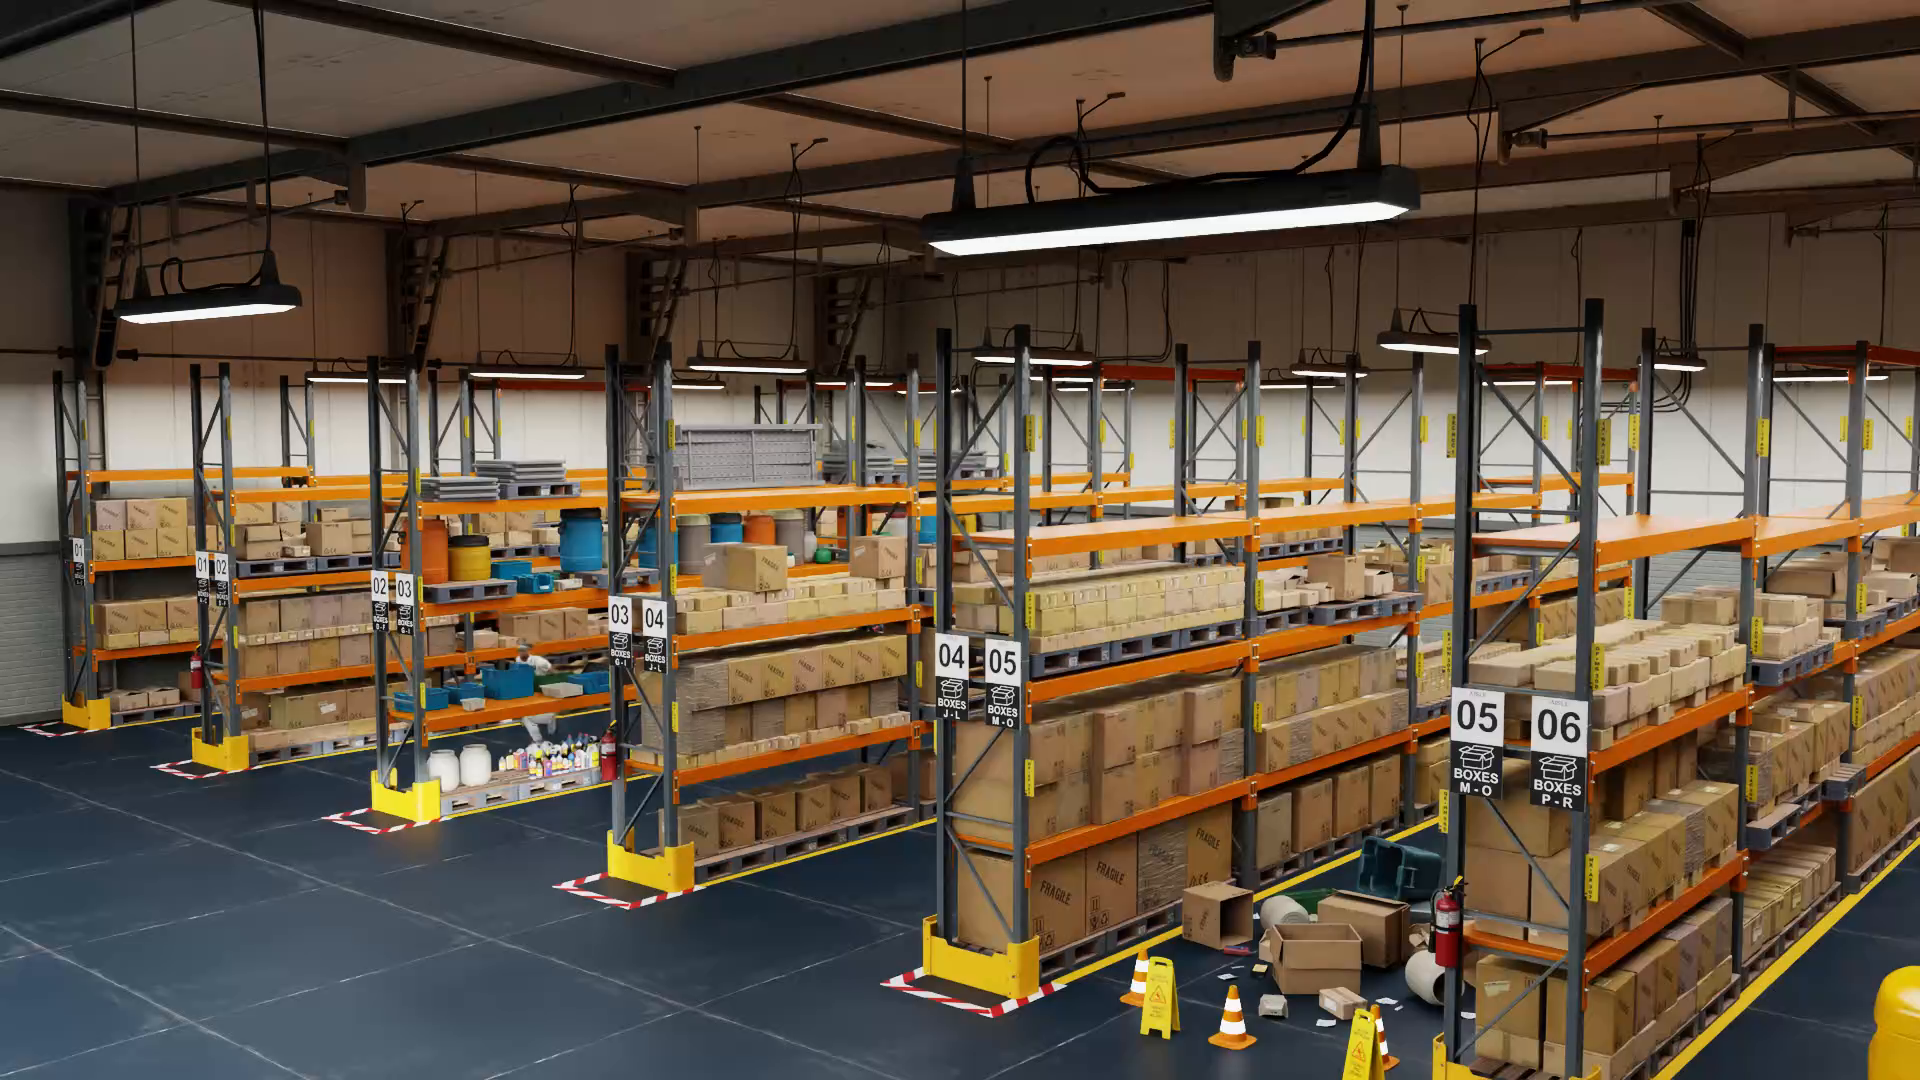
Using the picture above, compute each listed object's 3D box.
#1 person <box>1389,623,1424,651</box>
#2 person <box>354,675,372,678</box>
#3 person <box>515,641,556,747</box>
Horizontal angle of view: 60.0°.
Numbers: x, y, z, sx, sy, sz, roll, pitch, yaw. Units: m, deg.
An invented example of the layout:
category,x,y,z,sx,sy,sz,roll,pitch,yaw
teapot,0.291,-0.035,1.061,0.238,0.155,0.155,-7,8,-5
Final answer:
category,x,y,z,sx,sy,sz,roll,pitch,yaw
person,7.913,2.214,29.555,0.640,1.650,0.520,1,4,19
person,-10.118,2.276,28.337,0.847,1.722,0.636,-4,6,-43
person,-6.745,2.425,26.291,0.649,1.705,0.763,2,5,28
